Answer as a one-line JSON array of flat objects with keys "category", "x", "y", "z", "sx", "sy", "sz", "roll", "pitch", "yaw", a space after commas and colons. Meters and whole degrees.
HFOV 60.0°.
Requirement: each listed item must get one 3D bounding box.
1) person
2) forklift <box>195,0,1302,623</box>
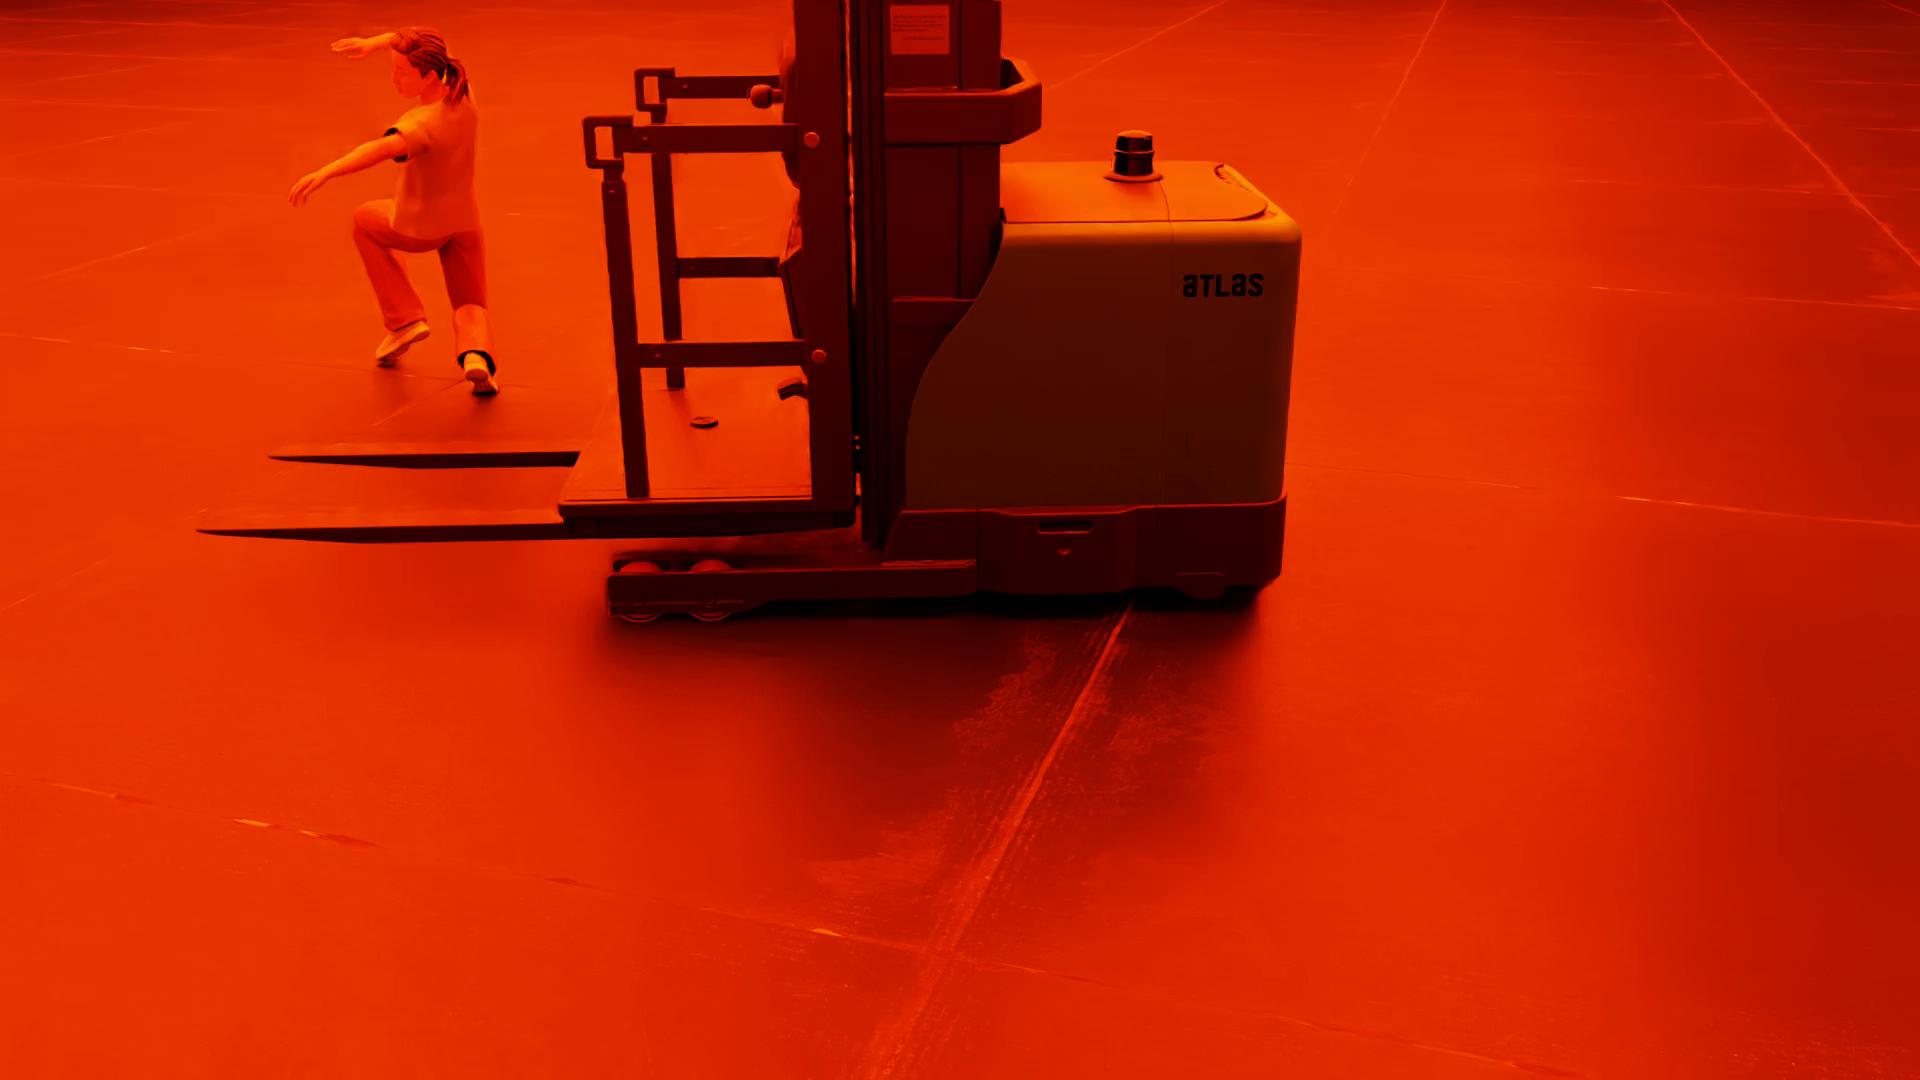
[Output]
[{"category": "person", "x": -2.235, "y": -1.226, "z": 6.284, "sx": 0.909, "sy": 1.378, "sz": 0.912, "roll": 20, "pitch": 30, "yaw": 39}, {"category": "forklift", "x": -0.626, "y": -1.334, "z": 4.512, "sx": 3.031, "sy": 2.935, "sz": 1.130, "roll": -1, "pitch": 22, "yaw": -3}]
